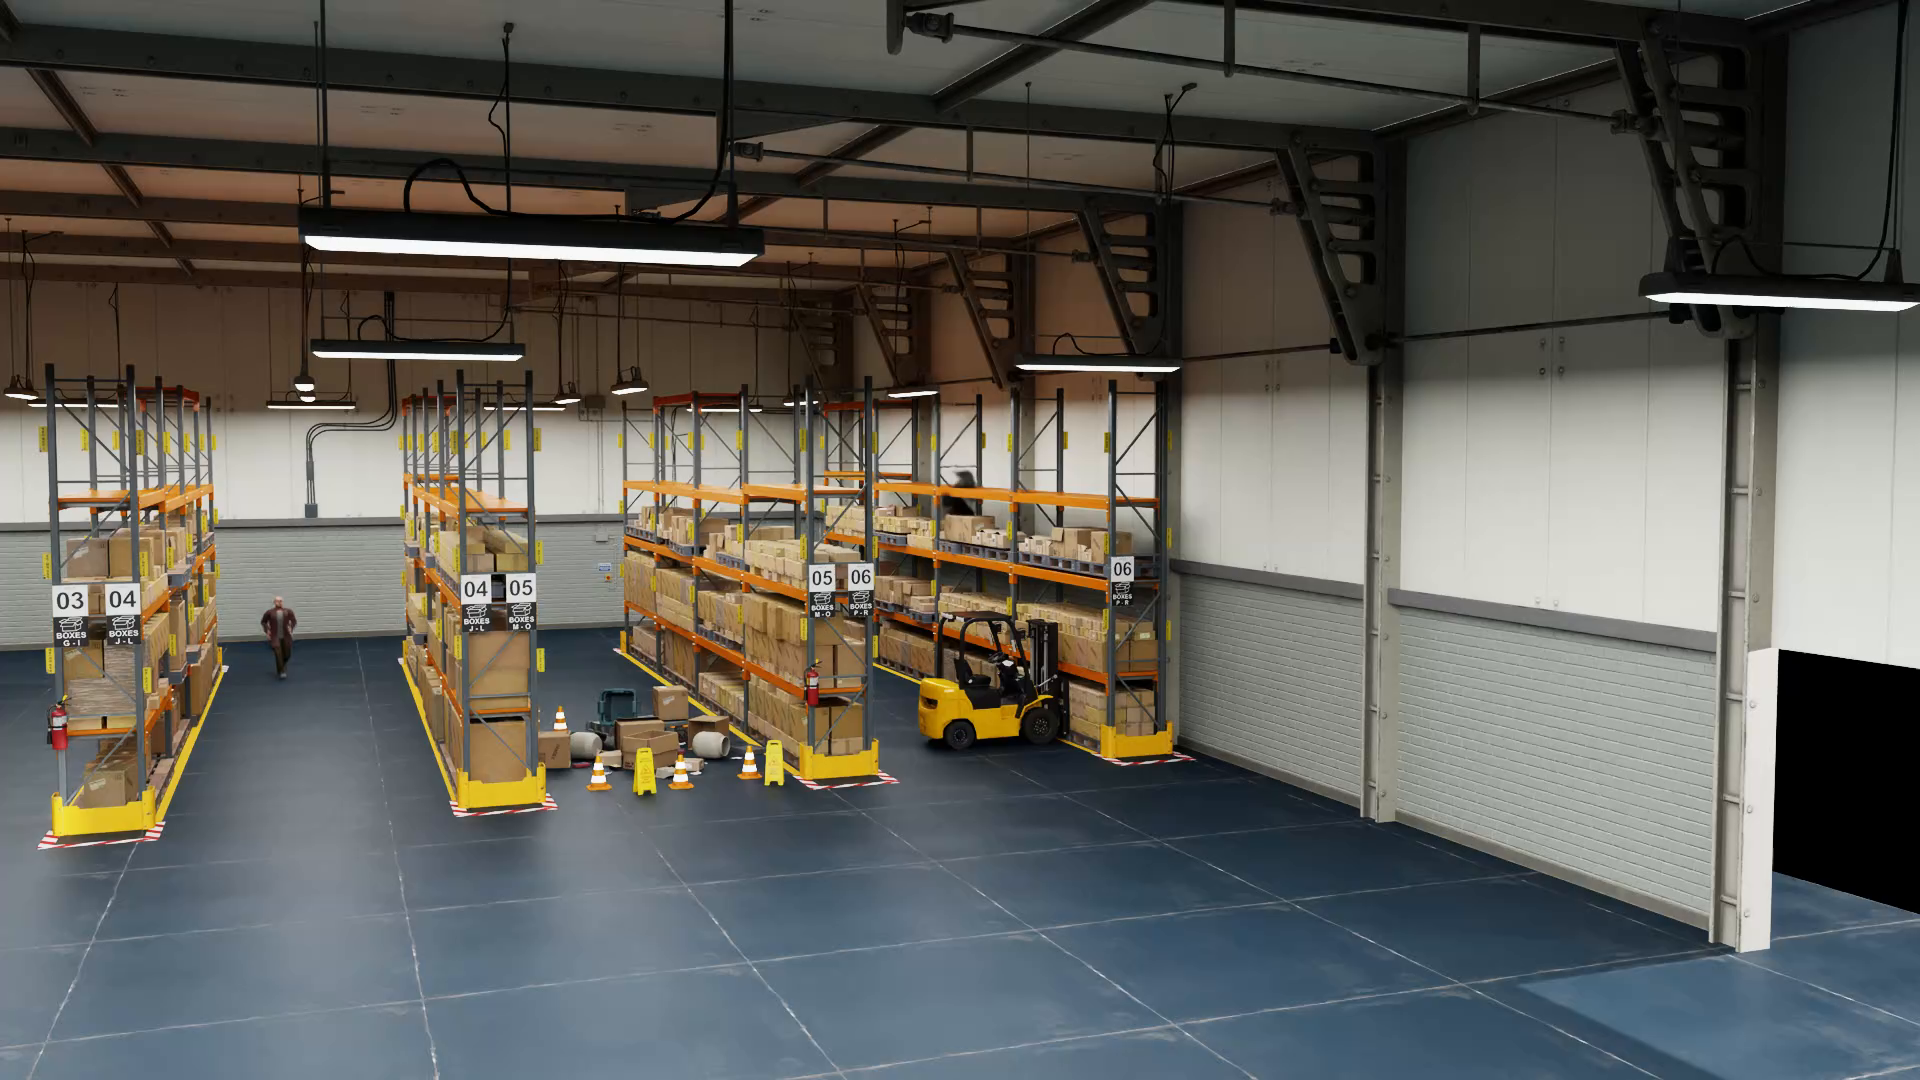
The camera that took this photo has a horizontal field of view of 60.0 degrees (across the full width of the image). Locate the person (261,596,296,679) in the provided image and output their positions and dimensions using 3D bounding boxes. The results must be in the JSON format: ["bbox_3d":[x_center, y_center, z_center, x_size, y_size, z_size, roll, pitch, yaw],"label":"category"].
[{"bbox_3d":[-14.487,2.063,35.390,0.704,1.735,0.724,-2,4,-30],"label":"person"}]
